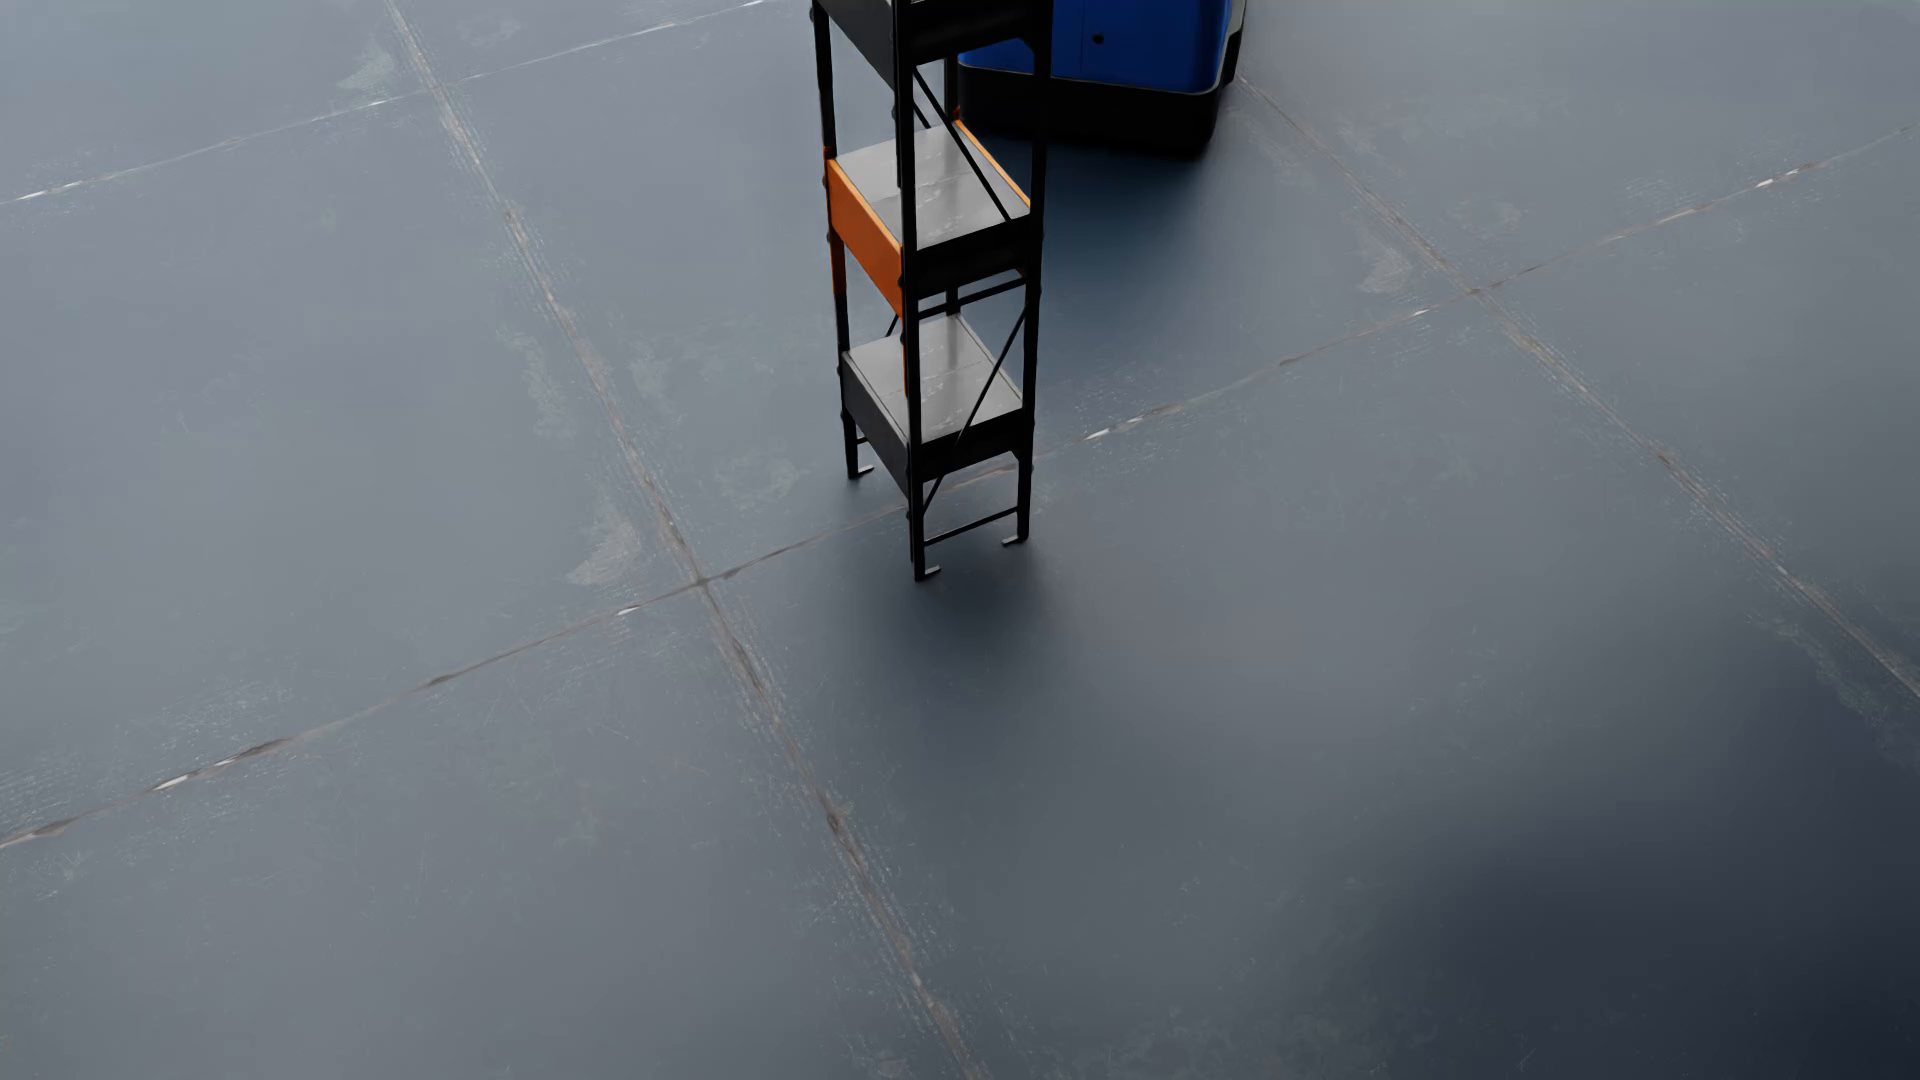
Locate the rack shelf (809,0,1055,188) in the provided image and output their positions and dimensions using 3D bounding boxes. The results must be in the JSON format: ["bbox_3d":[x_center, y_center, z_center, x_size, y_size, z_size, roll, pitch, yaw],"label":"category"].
[{"bbox_3d":[-0.076,-1.254,4.040,0.431,0.518,0.480,-21,52,-18],"label":"rack shelf"}]

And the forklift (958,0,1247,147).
[{"bbox_3d":[0.786,-3.633,6.480,1.130,2.935,3.031,9,50,8],"label":"forklift"}]

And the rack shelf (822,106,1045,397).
[{"bbox_3d":[-0.076,-0.793,4.567,0.431,0.518,0.480,-21,52,-18],"label":"rack shelf"}]

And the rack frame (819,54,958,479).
[{"bbox_3d":[-0.187,-0.965,4.699,0.400,2.100,0.015,-21,52,-18],"label":"rack frame"}]

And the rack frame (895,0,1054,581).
[{"bbox_3d":[0.036,-0.639,4.414,0.400,2.100,0.015,-21,52,-18],"label":"rack frame"}]

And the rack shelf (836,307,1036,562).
[{"bbox_3d":[-0.076,-0.332,5.094,0.431,0.518,0.480,-21,52,-18],"label":"rack shelf"}]

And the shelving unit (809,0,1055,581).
[{"bbox_3d":[-0.076,-0.802,4.557,0.431,2.100,0.503,-21,52,-18],"label":"shelving unit"}]
